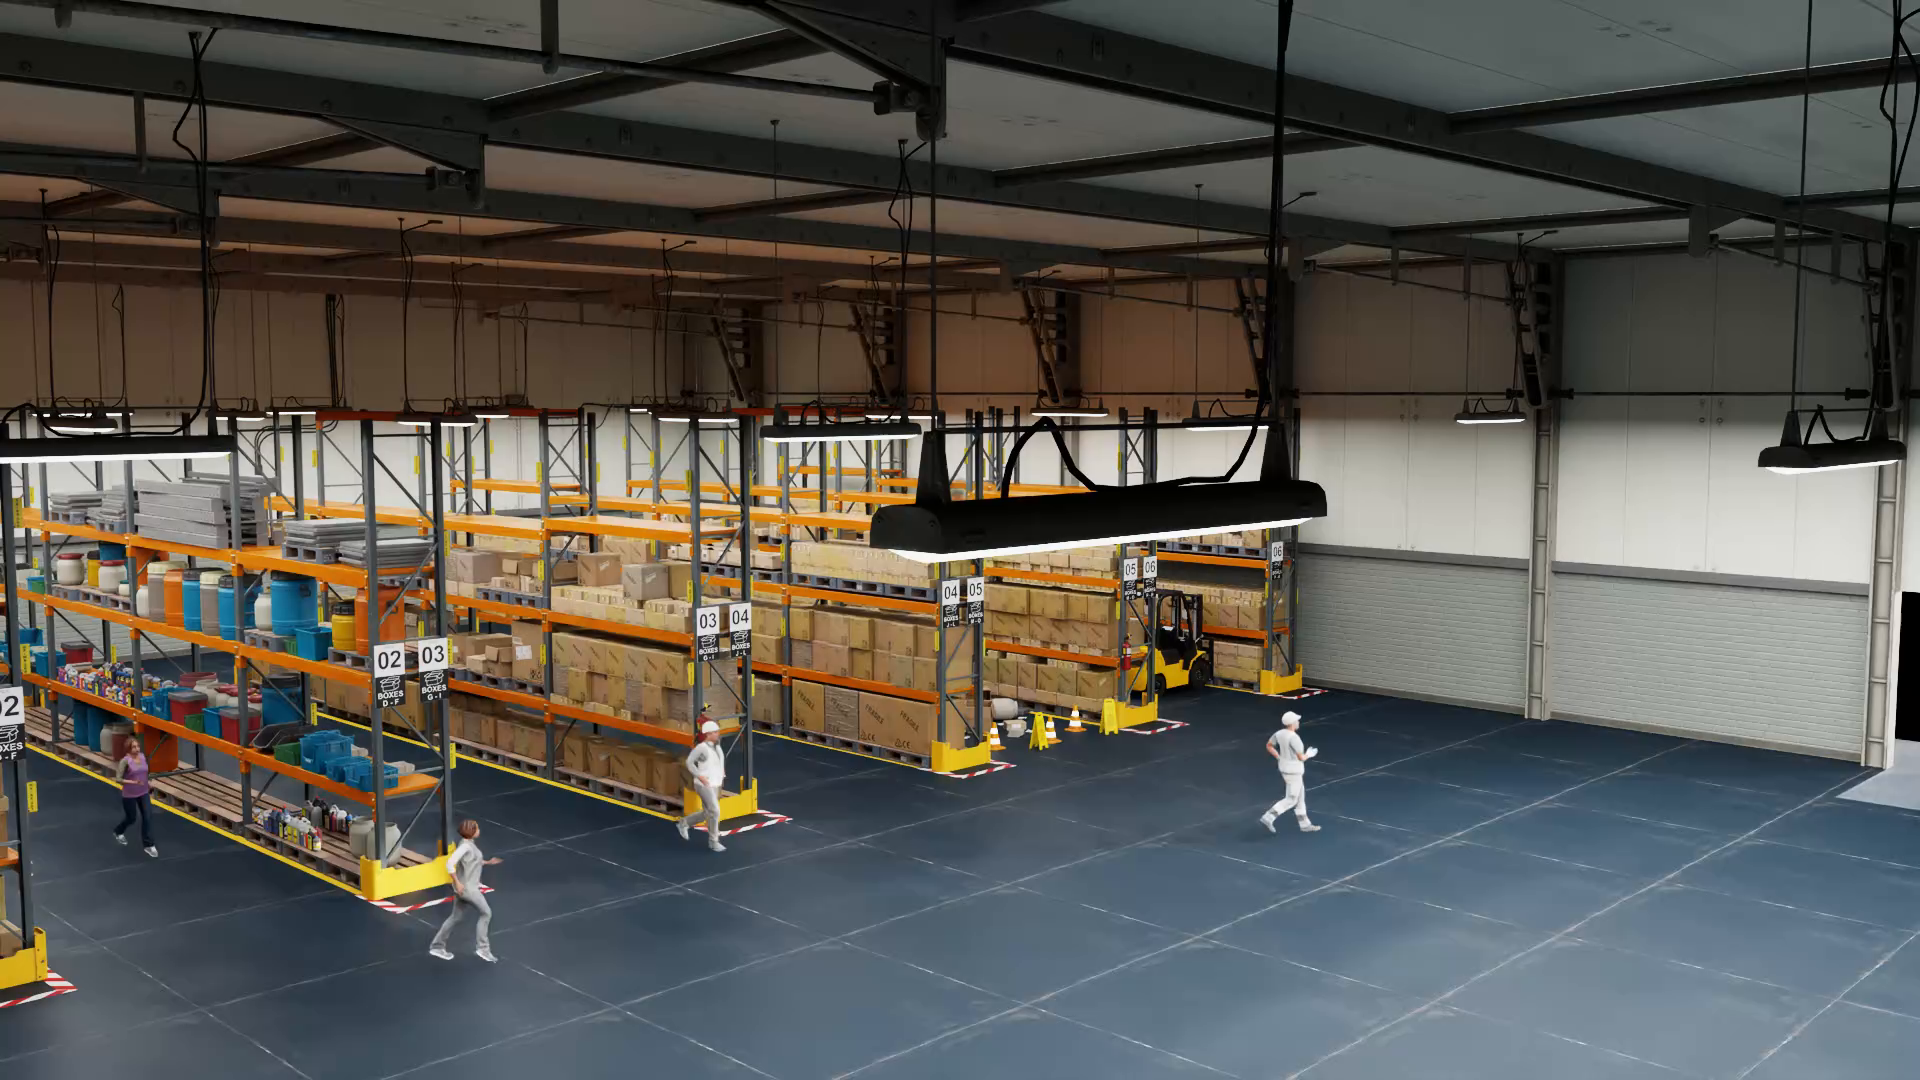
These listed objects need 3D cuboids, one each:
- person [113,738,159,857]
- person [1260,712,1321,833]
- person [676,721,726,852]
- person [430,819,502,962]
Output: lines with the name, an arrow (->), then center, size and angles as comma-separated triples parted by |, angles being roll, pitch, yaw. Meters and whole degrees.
person -> -11.313, 3.516, 22.791 | 0.851, 1.591, 0.537 | 3, 6, 32
person -> 4.720, 3.319, 23.707 | 0.998, 1.765, 0.668 | -1, 5, -13
person -> -3.552, 3.410, 23.304 | 0.850, 1.749, 0.702 | 2, 5, 22
person -> -5.465, 3.888, 18.392 | 0.801, 1.624, 0.502 | -2, 6, -25
